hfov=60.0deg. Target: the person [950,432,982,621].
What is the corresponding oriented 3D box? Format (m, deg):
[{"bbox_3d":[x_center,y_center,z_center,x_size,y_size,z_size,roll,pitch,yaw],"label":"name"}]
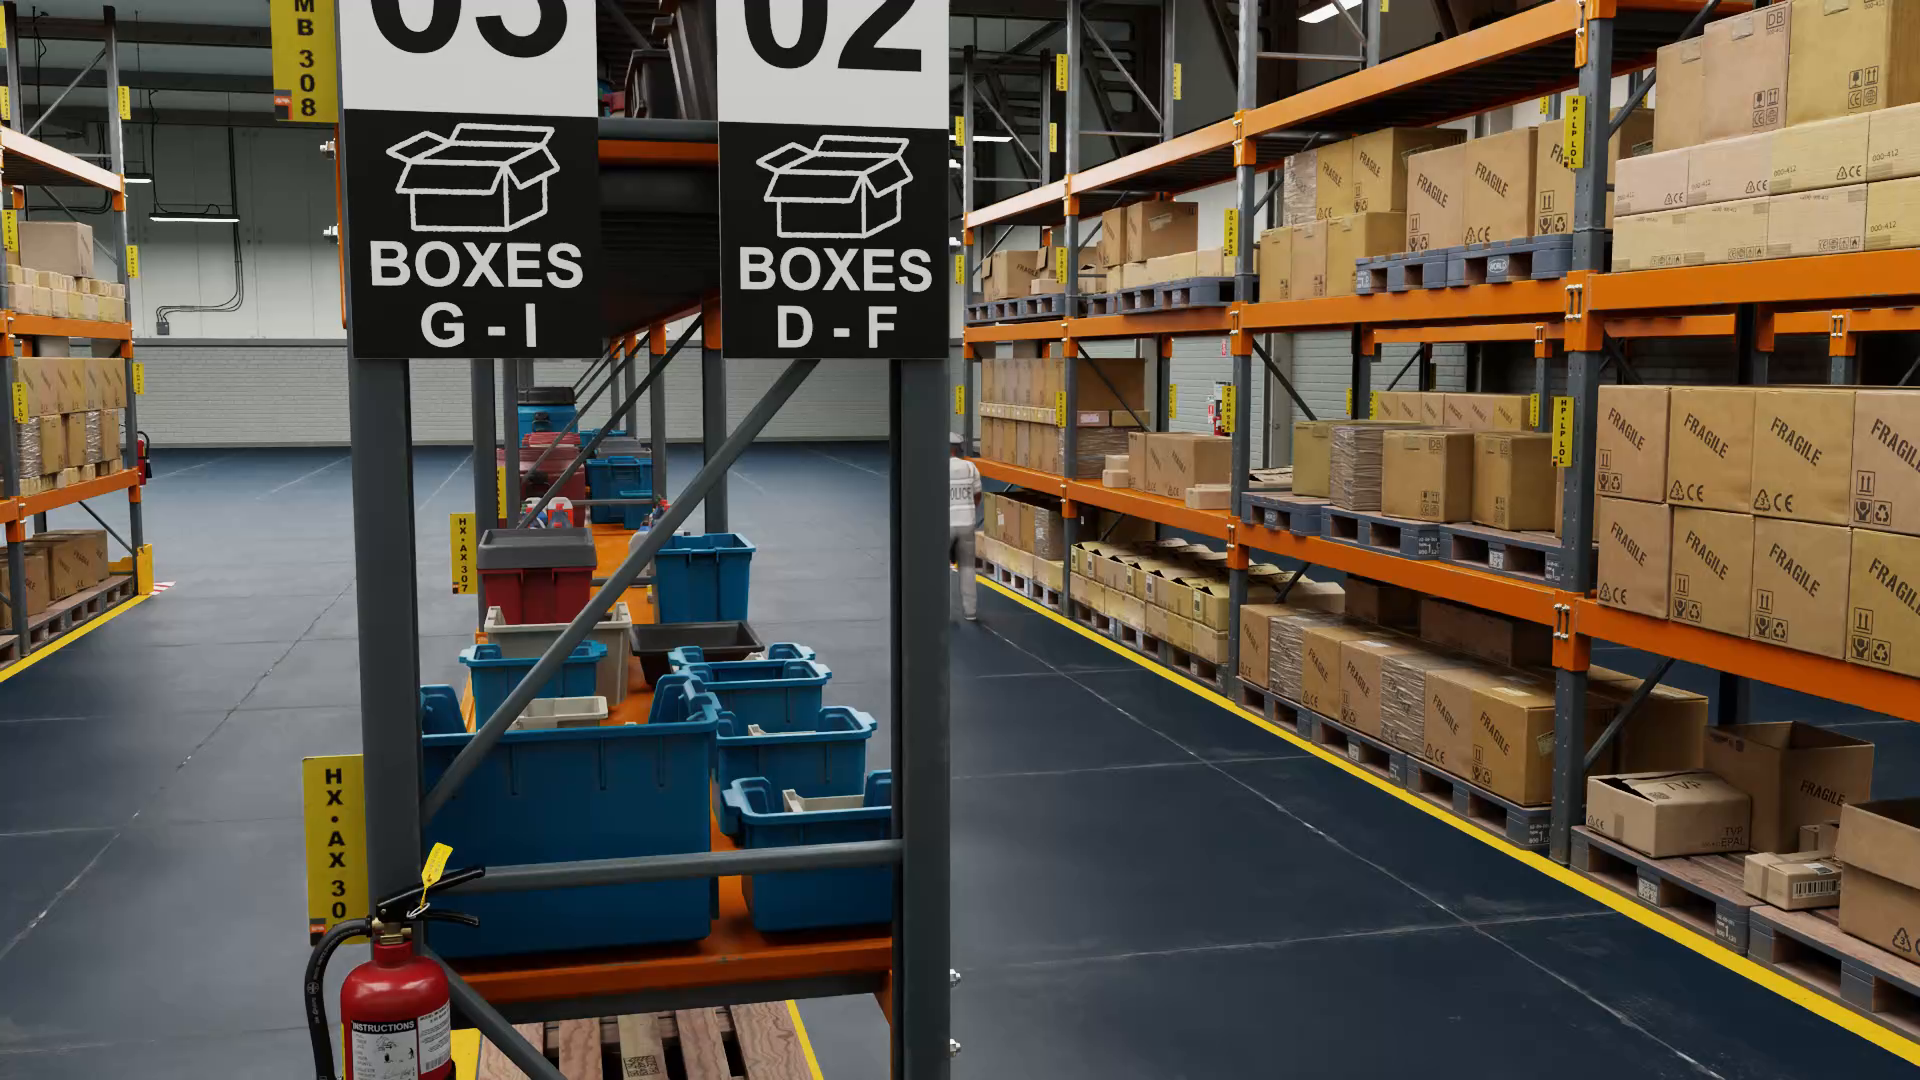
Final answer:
[{"bbox_3d":[-0.093,-0.131,15.596,0.609,1.763,0.521,-2,7,-22],"label":"person"}]
